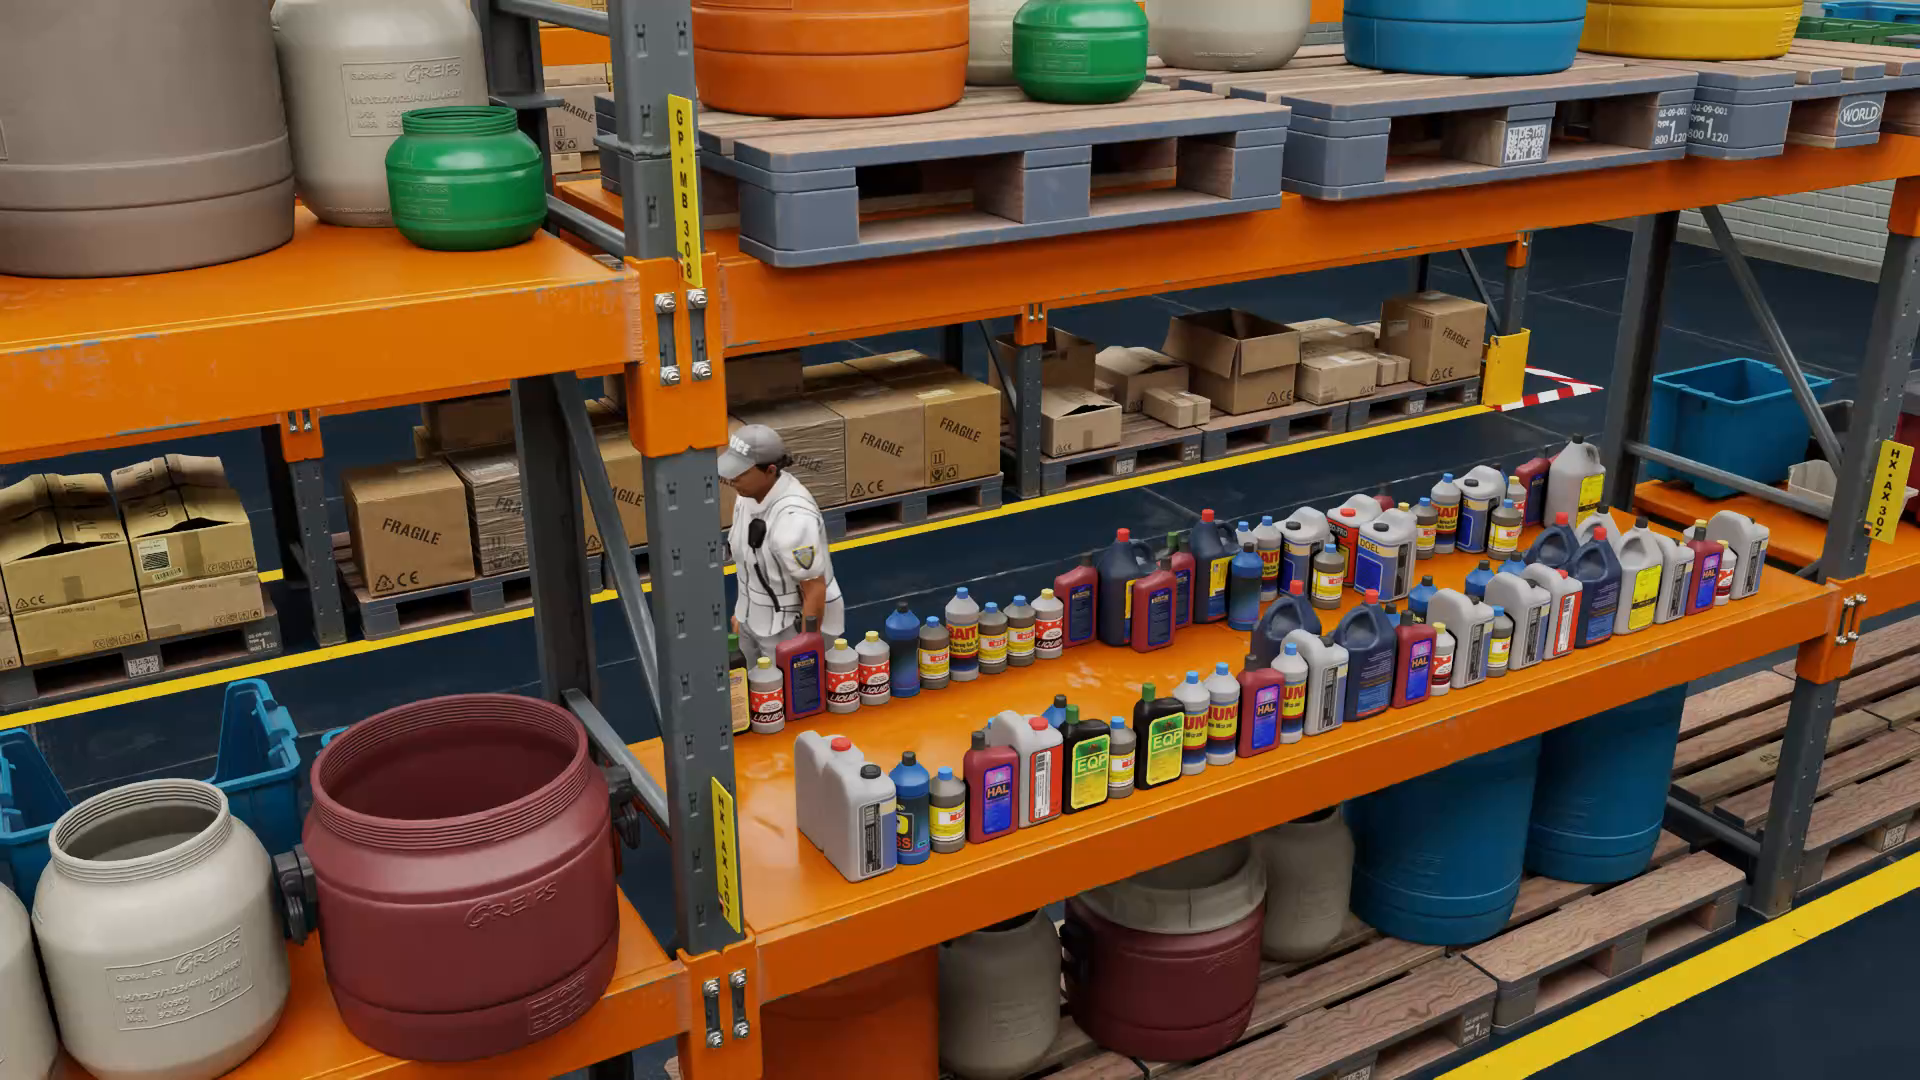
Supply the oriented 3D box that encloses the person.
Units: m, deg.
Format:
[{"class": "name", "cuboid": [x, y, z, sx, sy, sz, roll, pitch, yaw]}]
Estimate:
[{"class": "person", "cuboid": [-0.695, 0.347, 6.215, 0.467, 1.667, 0.558, -13, 26, -30]}]
